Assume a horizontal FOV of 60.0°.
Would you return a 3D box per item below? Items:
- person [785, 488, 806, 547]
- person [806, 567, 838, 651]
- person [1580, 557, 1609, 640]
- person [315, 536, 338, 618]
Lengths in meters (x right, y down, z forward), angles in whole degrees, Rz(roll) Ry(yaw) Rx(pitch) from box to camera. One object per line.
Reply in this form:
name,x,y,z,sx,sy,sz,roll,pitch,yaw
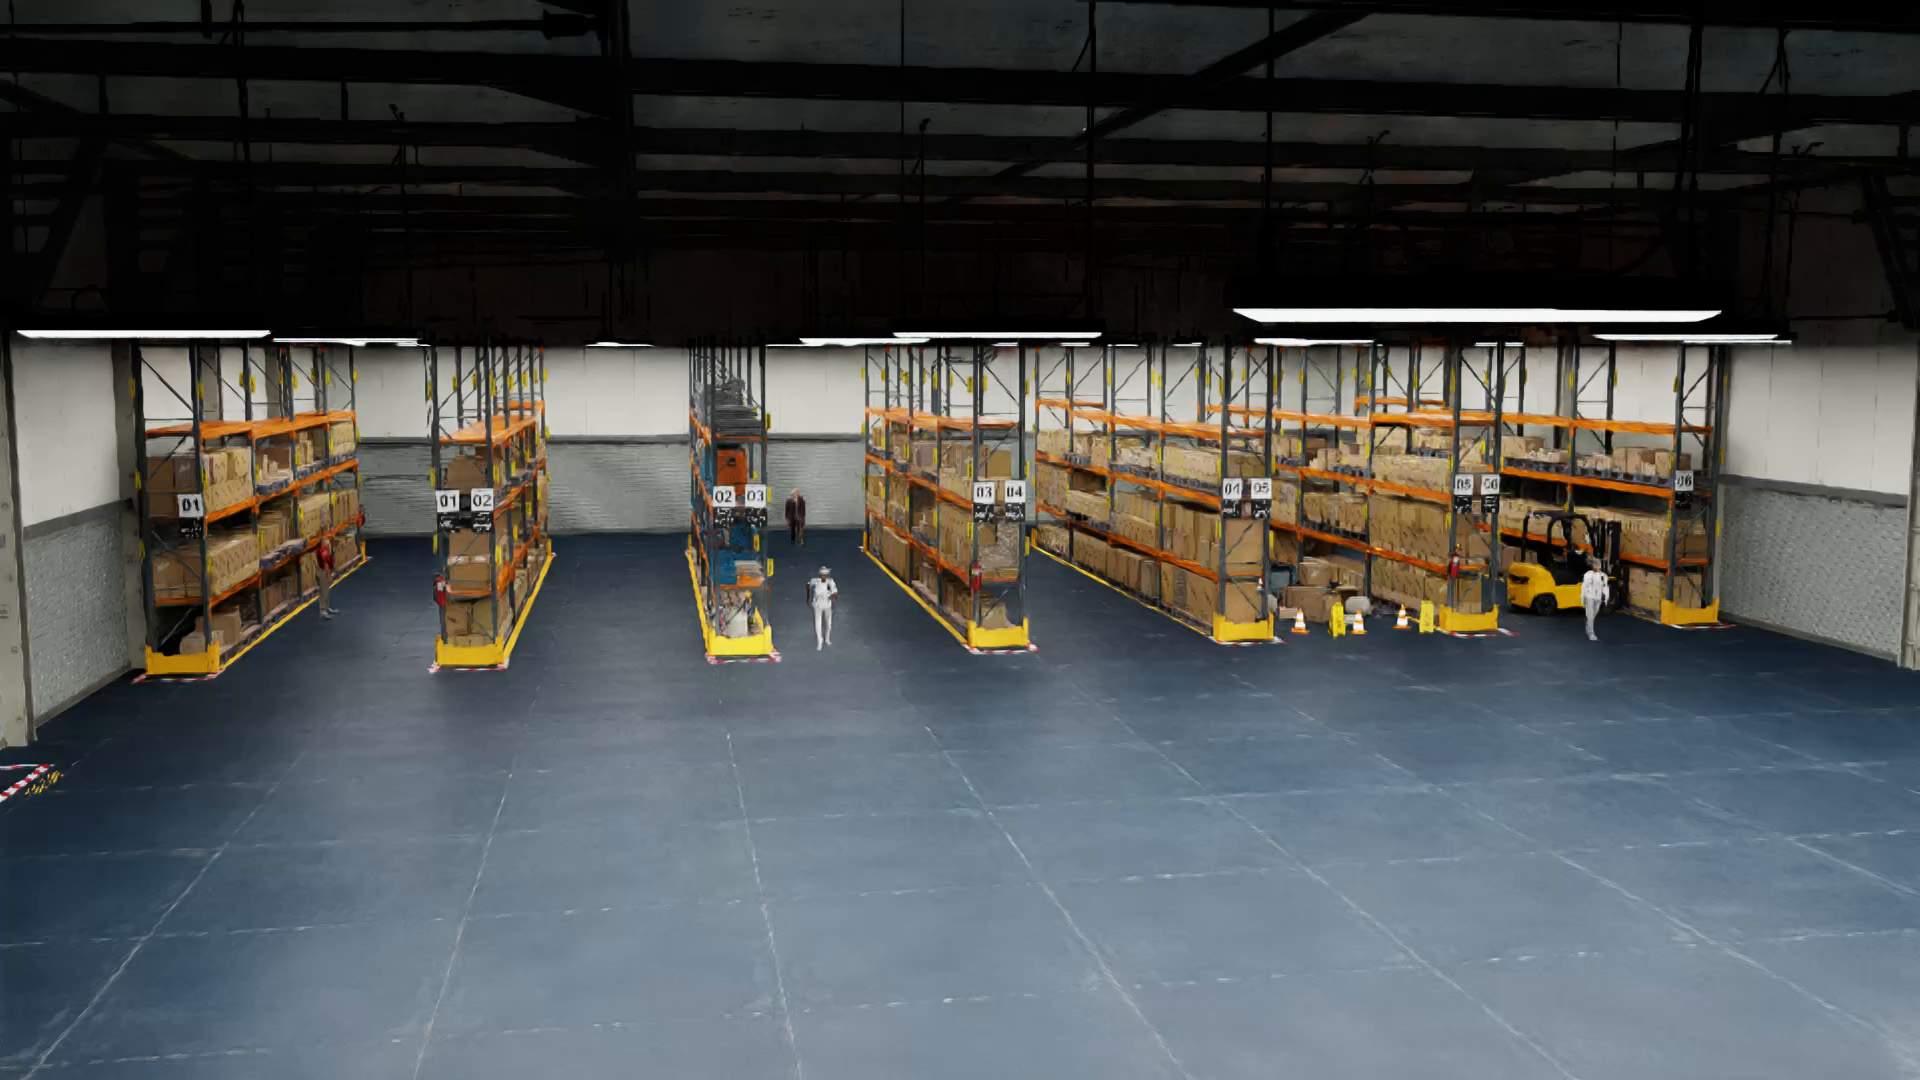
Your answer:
person,-4.771,-0.673,48.323,0.598,1.698,1.193,-1,7,-8
person,-2.636,1.283,31.882,0.563,1.612,0.911,-2,7,-15
person,12.559,1.138,32.885,0.482,1.621,0.997,0,7,-2
person,-13.578,0.767,35.669,0.476,1.738,0.625,-4,8,-34
